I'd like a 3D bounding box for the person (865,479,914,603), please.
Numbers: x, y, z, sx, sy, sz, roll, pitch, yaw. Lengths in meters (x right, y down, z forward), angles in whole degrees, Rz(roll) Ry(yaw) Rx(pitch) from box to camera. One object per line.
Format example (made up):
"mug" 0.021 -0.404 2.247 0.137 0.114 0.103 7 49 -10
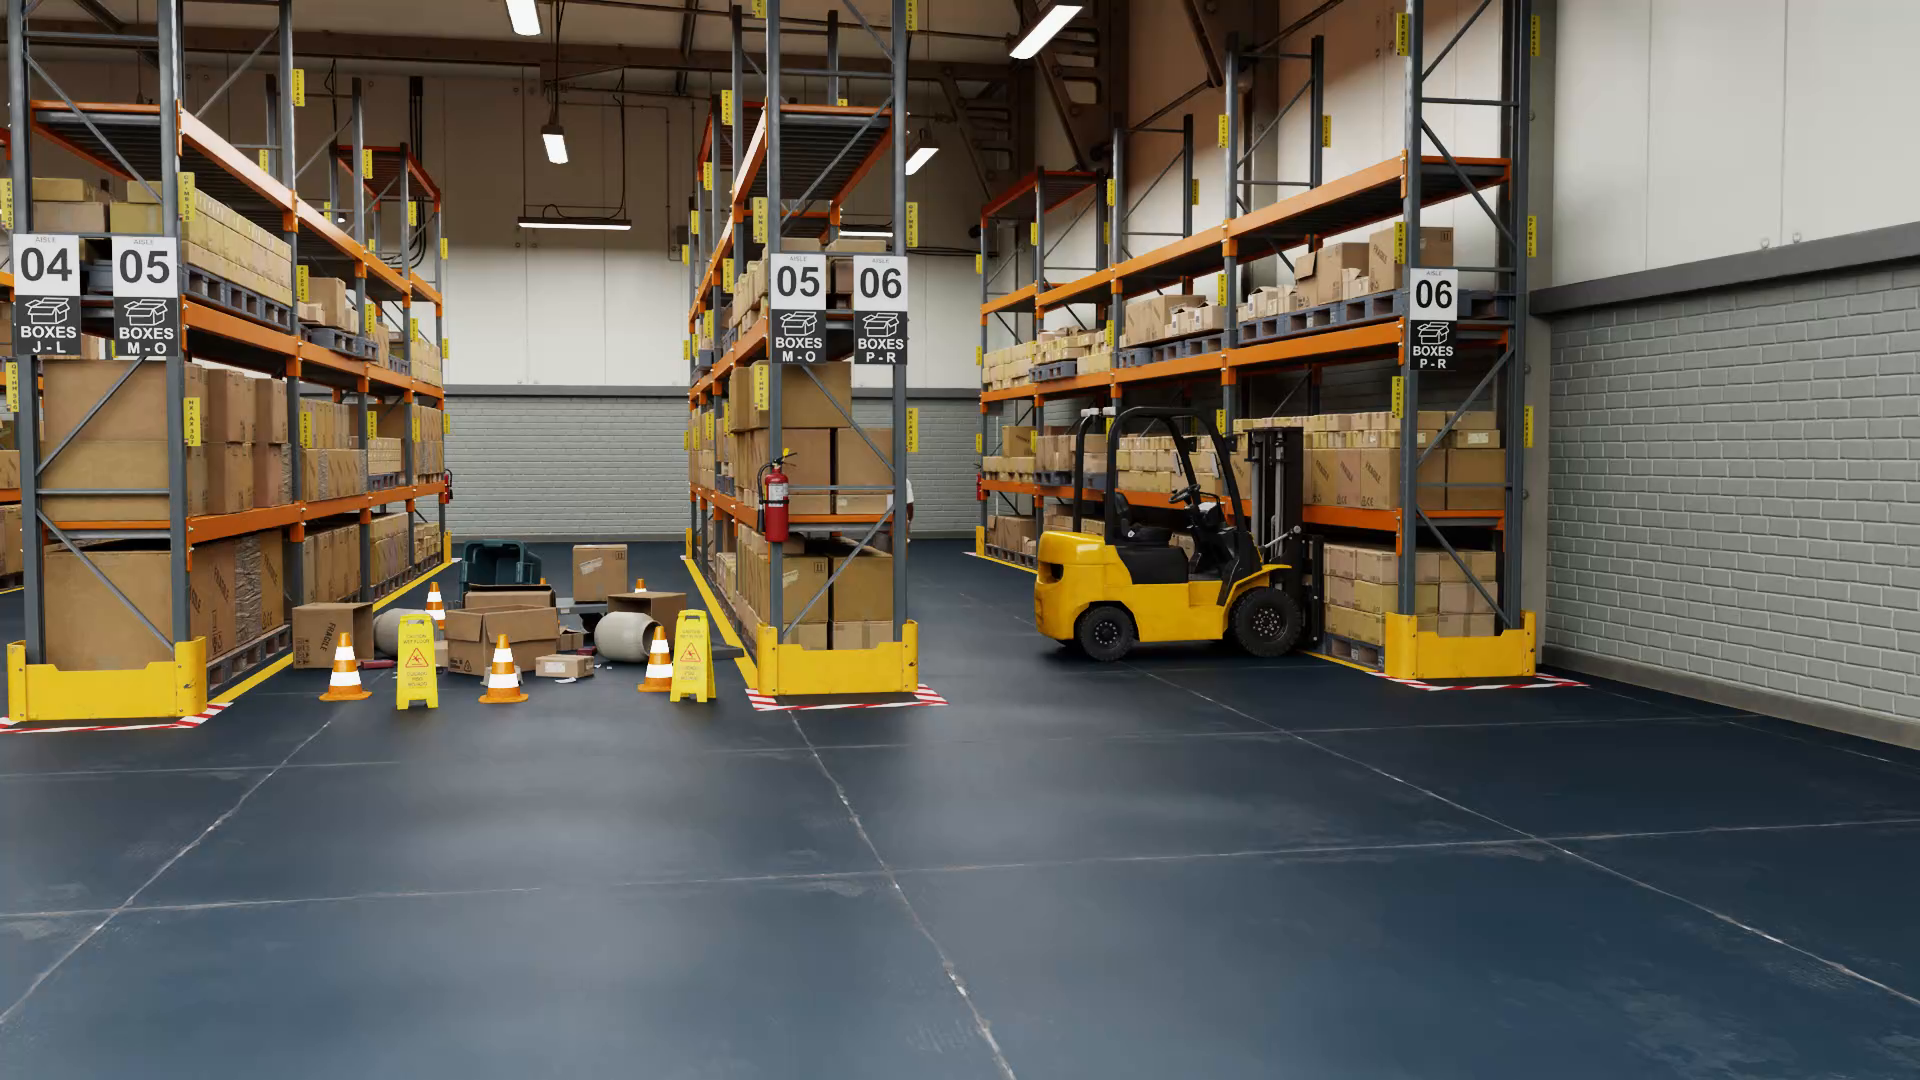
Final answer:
"person" -0.837 -0.138 19.527 0.595 1.764 0.435 -1 3 -15
